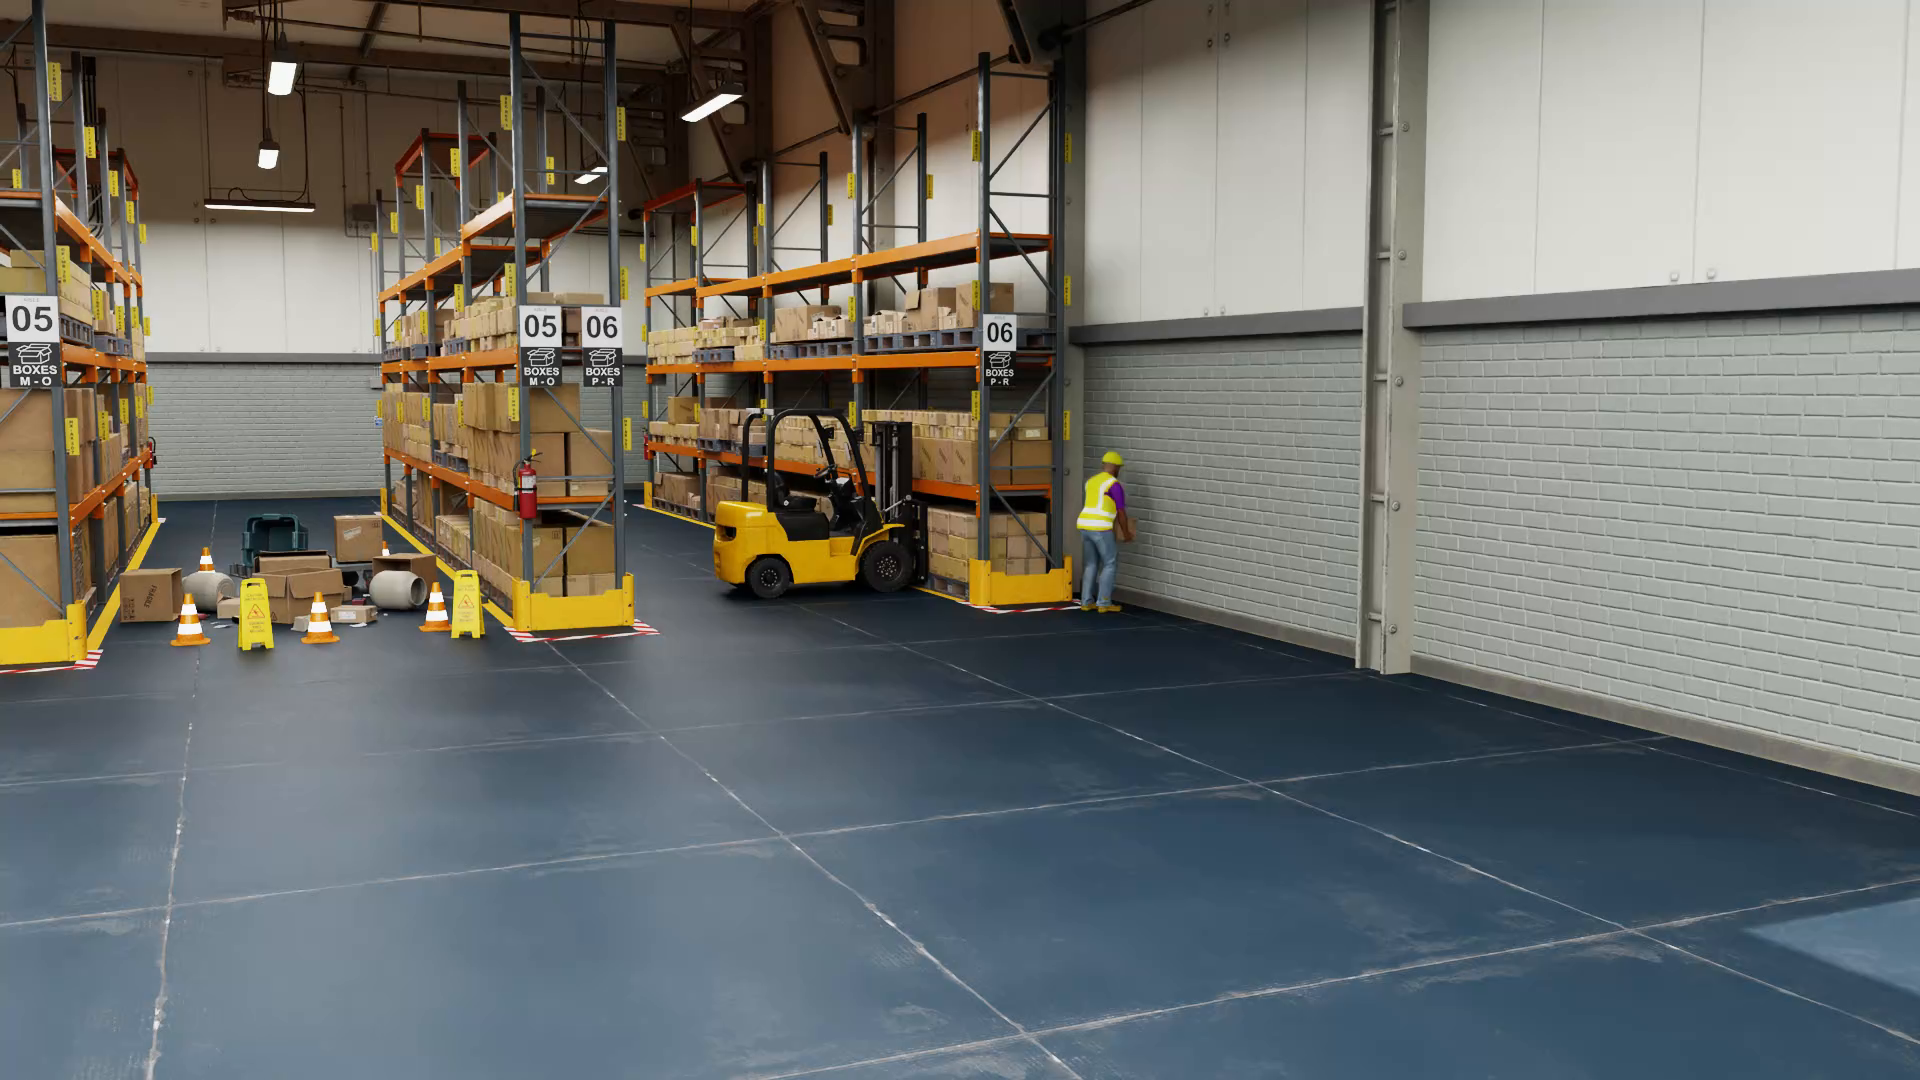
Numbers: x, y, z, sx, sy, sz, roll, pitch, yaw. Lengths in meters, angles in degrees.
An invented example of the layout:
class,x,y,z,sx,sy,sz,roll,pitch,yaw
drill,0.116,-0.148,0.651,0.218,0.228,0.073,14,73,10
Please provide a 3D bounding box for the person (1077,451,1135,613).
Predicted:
class,x,y,z,sx,sy,sz,roll,pitch,yaw
person,1.559,-0.096,17.911,0.618,1.718,0.499,-4,7,-36
